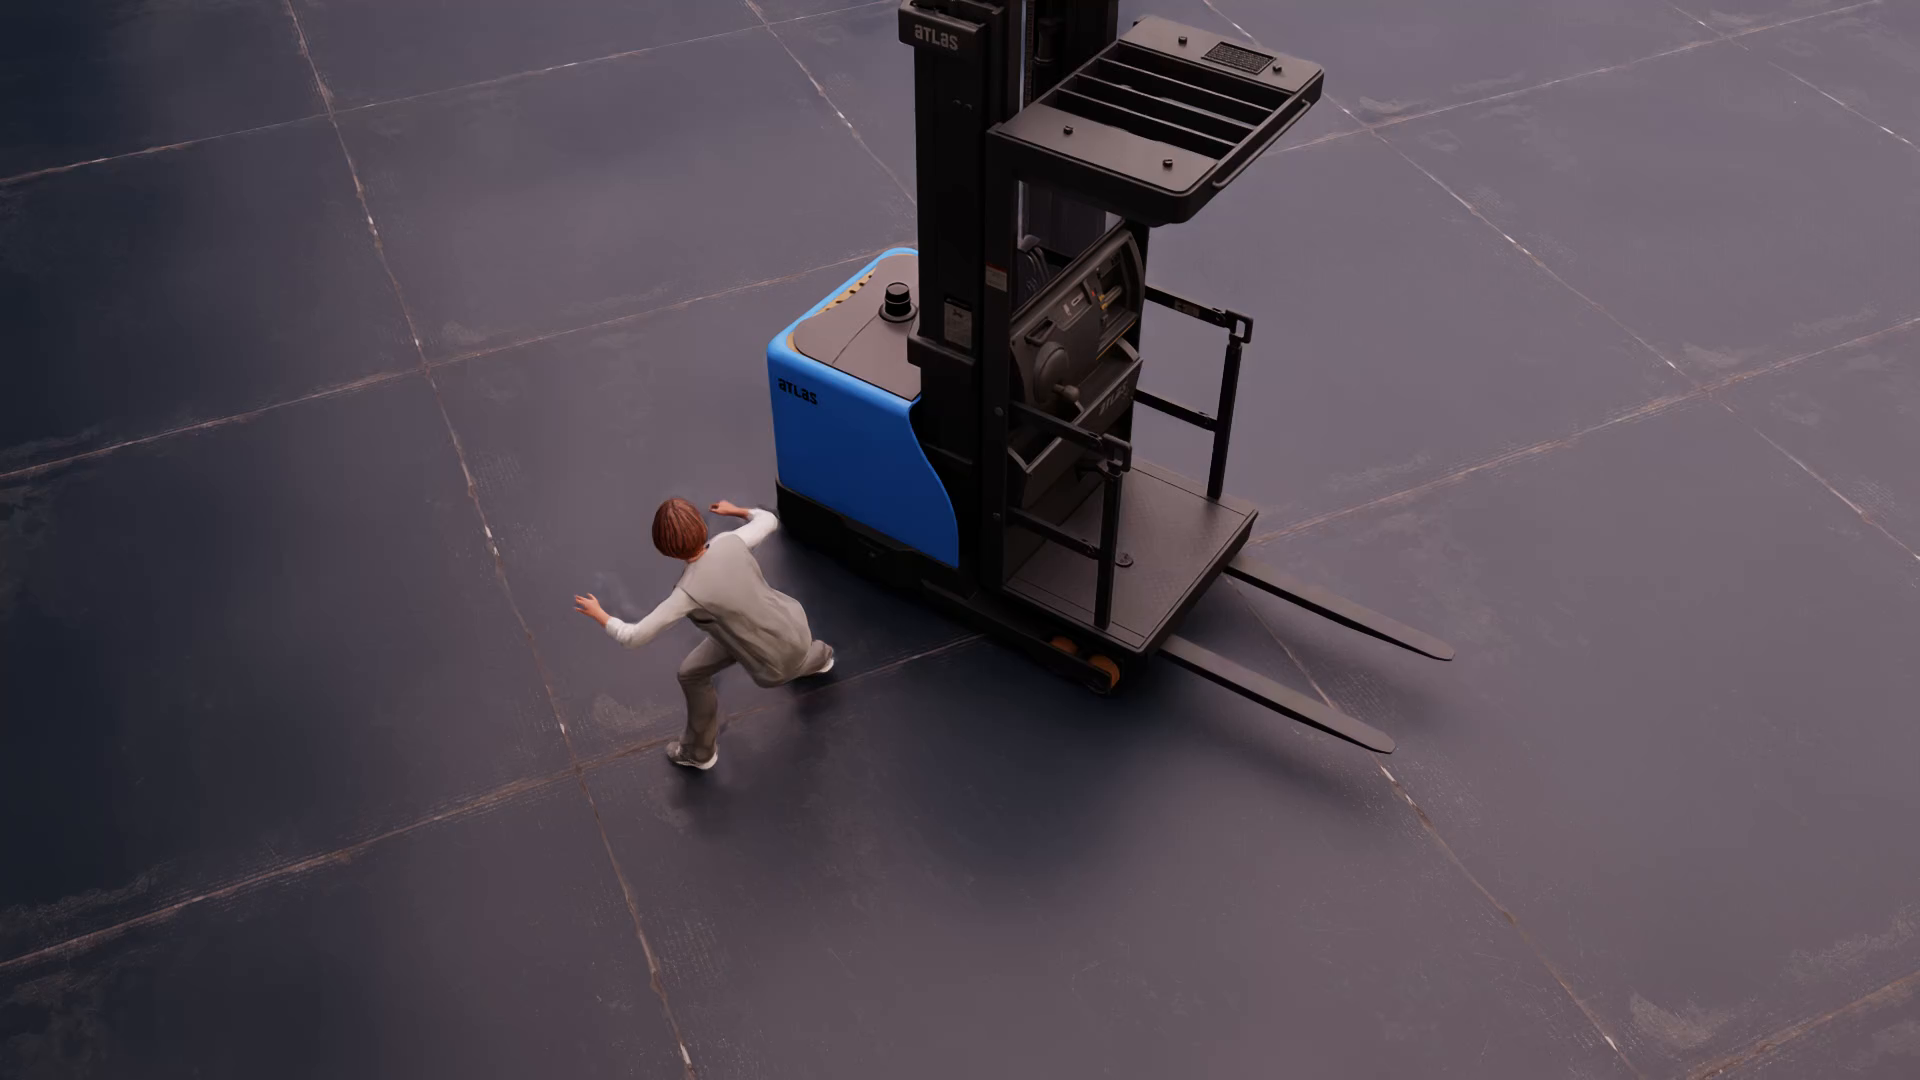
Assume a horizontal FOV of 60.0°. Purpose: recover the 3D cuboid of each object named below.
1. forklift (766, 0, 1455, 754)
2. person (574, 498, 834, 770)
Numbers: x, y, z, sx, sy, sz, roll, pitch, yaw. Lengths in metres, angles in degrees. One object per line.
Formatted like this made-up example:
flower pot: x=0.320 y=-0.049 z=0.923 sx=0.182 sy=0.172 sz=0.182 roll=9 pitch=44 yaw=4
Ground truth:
forklift: x=0.649 y=-0.832 z=6.572 sx=3.031 sy=2.935 sz=1.130 roll=25 pitch=49 yaw=24
person: x=-0.994 y=0.294 z=6.519 sx=0.937 sy=1.382 sz=0.827 roll=-2 pitch=43 yaw=-2
